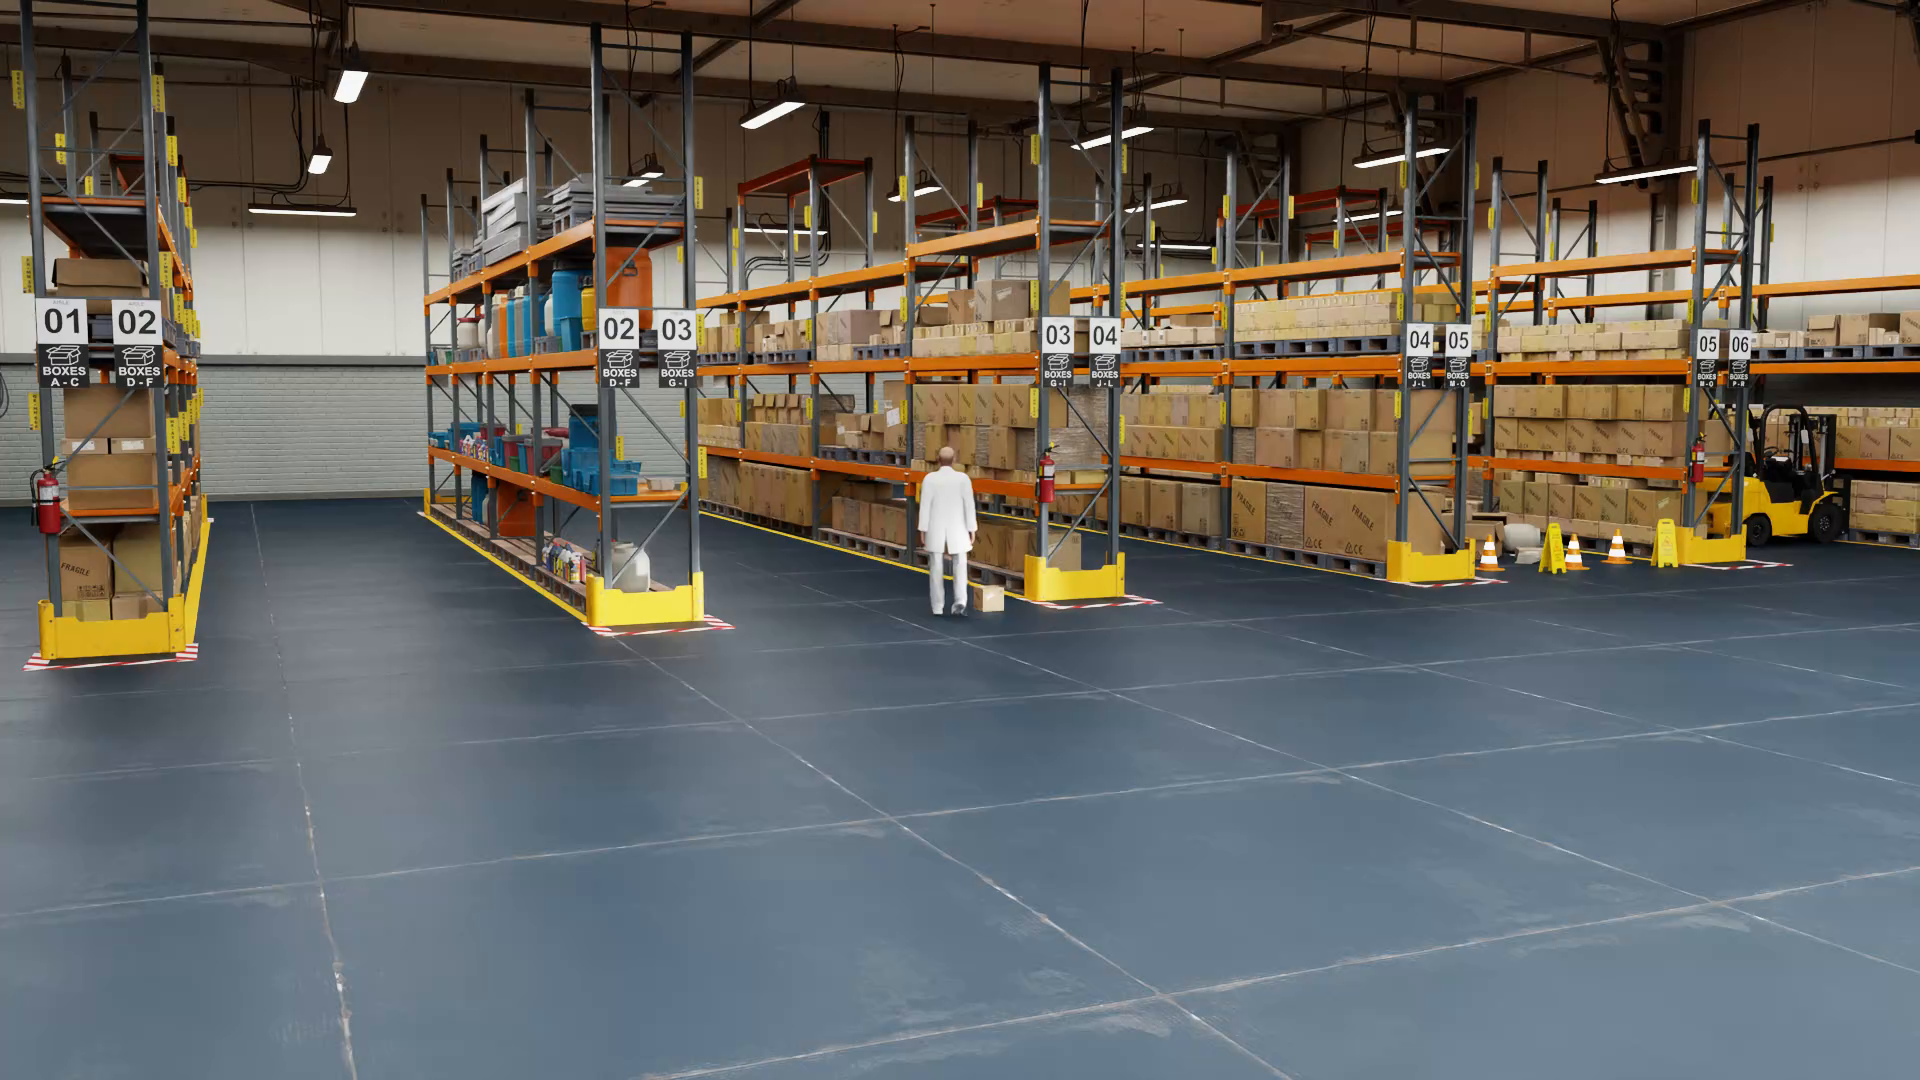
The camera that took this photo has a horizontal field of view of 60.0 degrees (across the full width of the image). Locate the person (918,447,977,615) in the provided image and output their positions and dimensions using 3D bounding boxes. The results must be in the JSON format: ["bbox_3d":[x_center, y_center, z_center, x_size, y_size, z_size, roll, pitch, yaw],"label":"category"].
[{"bbox_3d":[-0.129,-0.095,17.615,0.629,1.785,0.647,0,5,1],"label":"person"}]
